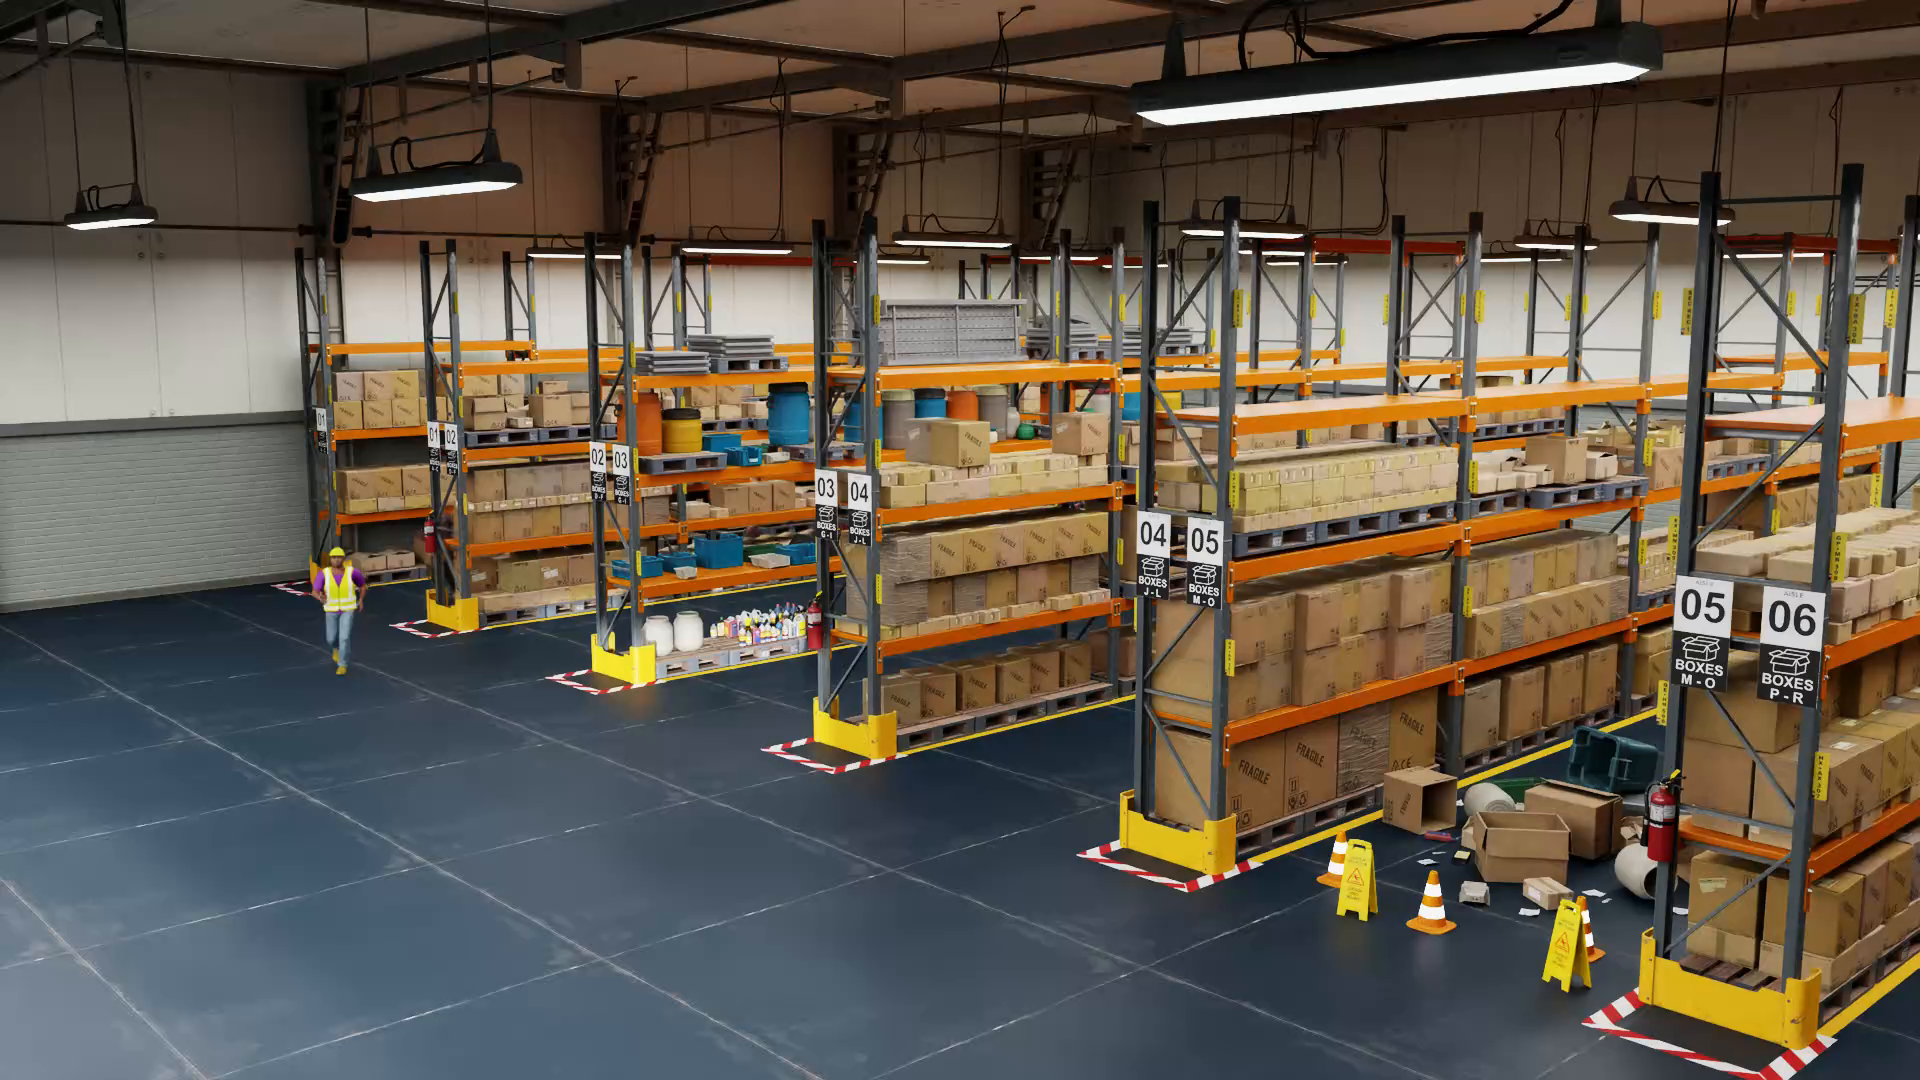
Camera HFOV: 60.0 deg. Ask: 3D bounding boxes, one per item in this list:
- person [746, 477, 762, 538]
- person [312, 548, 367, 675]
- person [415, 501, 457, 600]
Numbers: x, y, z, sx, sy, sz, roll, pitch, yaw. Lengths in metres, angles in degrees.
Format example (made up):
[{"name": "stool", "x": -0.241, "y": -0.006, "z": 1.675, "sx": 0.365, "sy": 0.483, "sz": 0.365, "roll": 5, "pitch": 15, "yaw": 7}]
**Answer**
[{"name": "person", "x": -4.046, "y": -0.458, "z": 32.820, "sx": 0.571, "sy": 1.700, "sz": 0.682, "roll": 6, "pitch": 10, "yaw": 37}, {"name": "person", "x": -8.540, "y": 0.957, "z": 22.918, "sx": 0.703, "sy": 1.734, "sz": 0.745, "roll": -2, "pitch": 9, "yaw": -16}, {"name": "person", "x": -8.638, "y": 0.216, "z": 27.830, "sx": 0.733, "sy": 1.798, "sz": 0.958, "roll": 7, "pitch": 11, "yaw": 41}]
